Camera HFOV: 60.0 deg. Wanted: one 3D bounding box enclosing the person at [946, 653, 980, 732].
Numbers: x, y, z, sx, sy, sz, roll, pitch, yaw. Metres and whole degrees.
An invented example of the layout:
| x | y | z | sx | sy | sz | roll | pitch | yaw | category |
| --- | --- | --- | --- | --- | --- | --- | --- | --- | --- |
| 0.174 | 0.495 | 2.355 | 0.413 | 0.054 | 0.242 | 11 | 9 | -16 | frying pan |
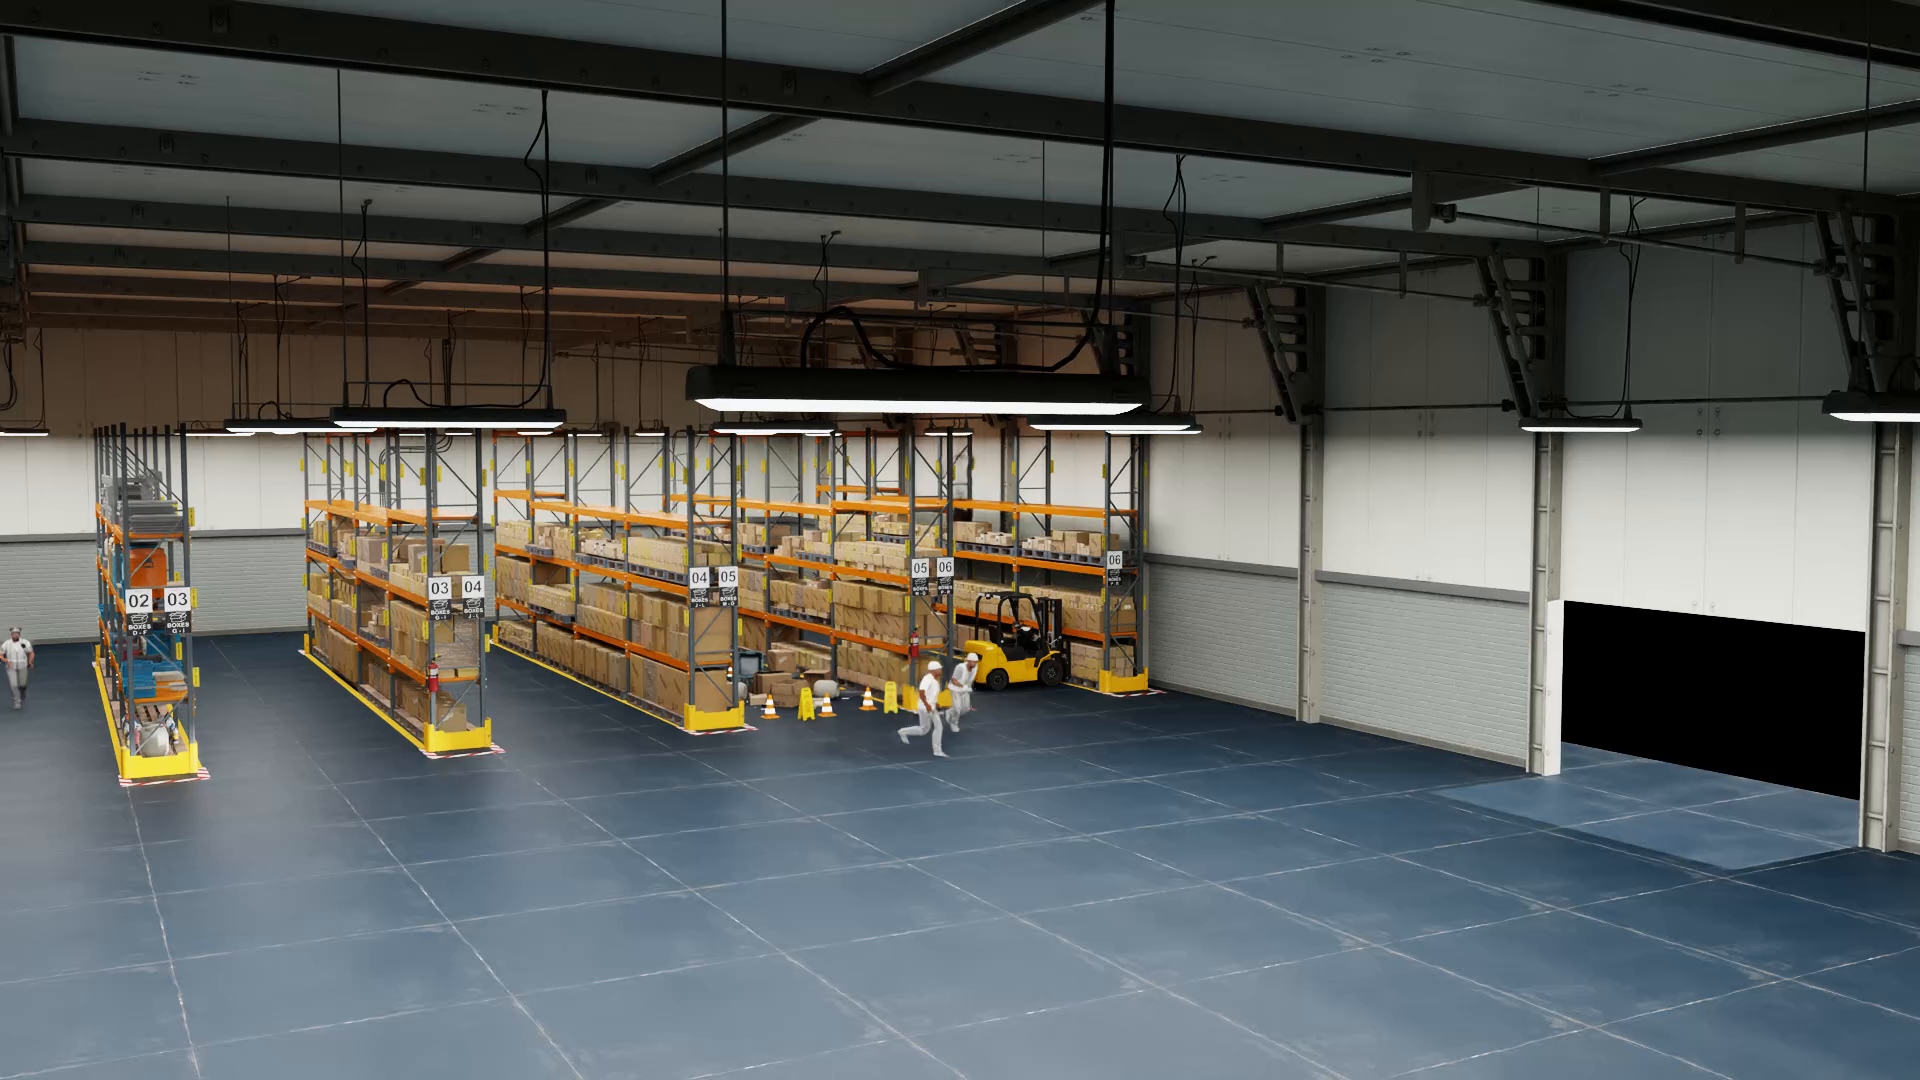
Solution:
| x | y | z | sx | sy | sz | roll | pitch | yaw | category |
| --- | --- | --- | --- | --- | --- | --- | --- | --- | --- |
| 0.066 | 2.967 | 32.551 | 0.710 | 1.579 | 0.885 | -3 | 5 | -45 | person |

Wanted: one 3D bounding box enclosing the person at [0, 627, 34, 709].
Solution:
| x | y | z | sx | sy | sz | roll | pitch | yaw | category |
| --- | --- | --- | --- | --- | --- | --- | --- | --- | --- |
| -20.158 | 2.712 | 35.544 | 0.665 | 1.746 | 0.596 | -2 | 4 | -32 | person |

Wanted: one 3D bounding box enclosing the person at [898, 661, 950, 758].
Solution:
| x | y | z | sx | sy | sz | roll | pitch | yaw | category |
| --- | --- | --- | --- | --- | --- | --- | --- | --- | --- |
| -0.645 | 3.059 | 30.074 | 0.960 | 1.751 | 0.703 | 1 | 4 | 16 | person |
